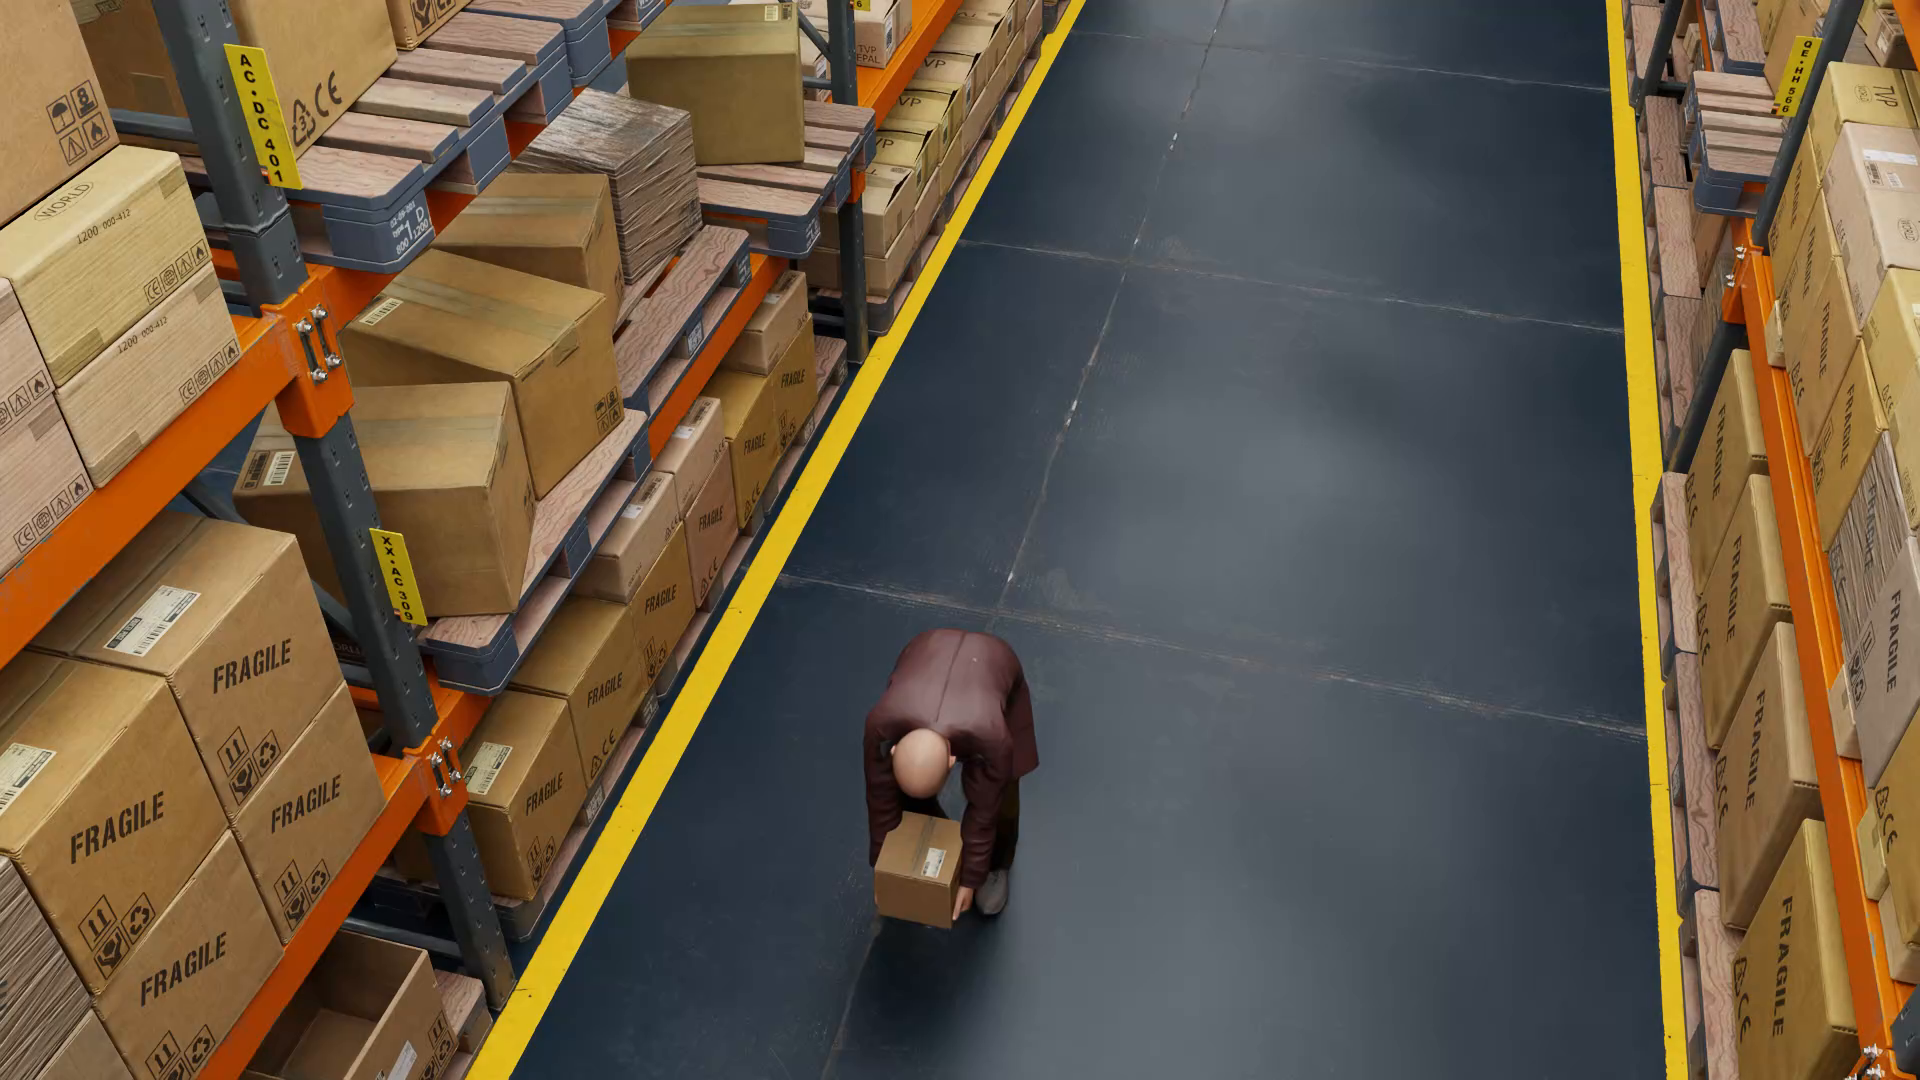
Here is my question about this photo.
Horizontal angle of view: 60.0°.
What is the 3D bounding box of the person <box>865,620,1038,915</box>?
[{"bbox_3d":[-0.046,0.777,5.515,0.553,1.448,0.835,9,41,10],"label":"person"}]
